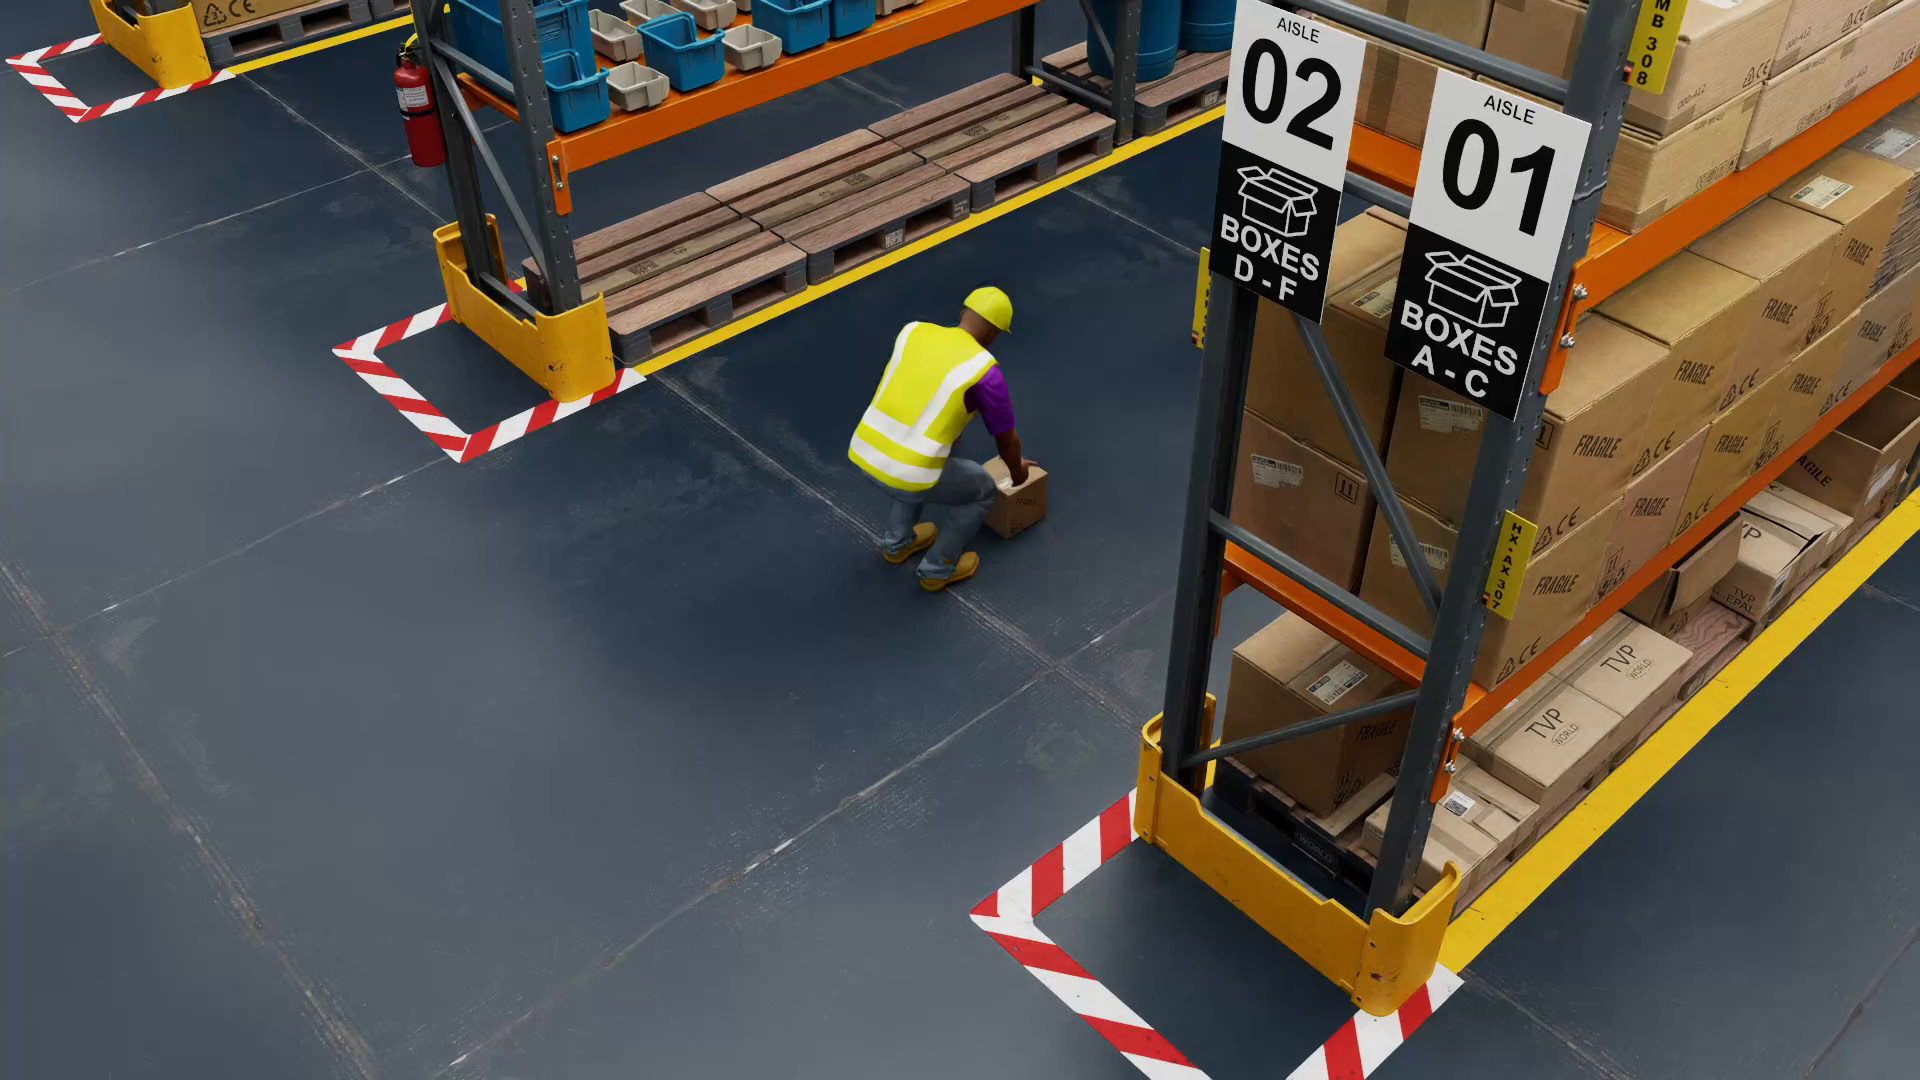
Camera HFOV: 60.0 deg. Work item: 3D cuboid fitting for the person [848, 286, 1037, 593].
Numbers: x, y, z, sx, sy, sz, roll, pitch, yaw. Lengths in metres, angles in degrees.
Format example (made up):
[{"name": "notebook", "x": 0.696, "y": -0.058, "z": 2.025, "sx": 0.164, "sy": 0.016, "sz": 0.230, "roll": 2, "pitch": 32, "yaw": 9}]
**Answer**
[{"name": "person", "x": -0.103, "y": -0.432, "z": 7.086, "sx": 0.838, "sy": 1.224, "sz": 0.622, "roll": -30, "pitch": 48, "yaw": -31}]
